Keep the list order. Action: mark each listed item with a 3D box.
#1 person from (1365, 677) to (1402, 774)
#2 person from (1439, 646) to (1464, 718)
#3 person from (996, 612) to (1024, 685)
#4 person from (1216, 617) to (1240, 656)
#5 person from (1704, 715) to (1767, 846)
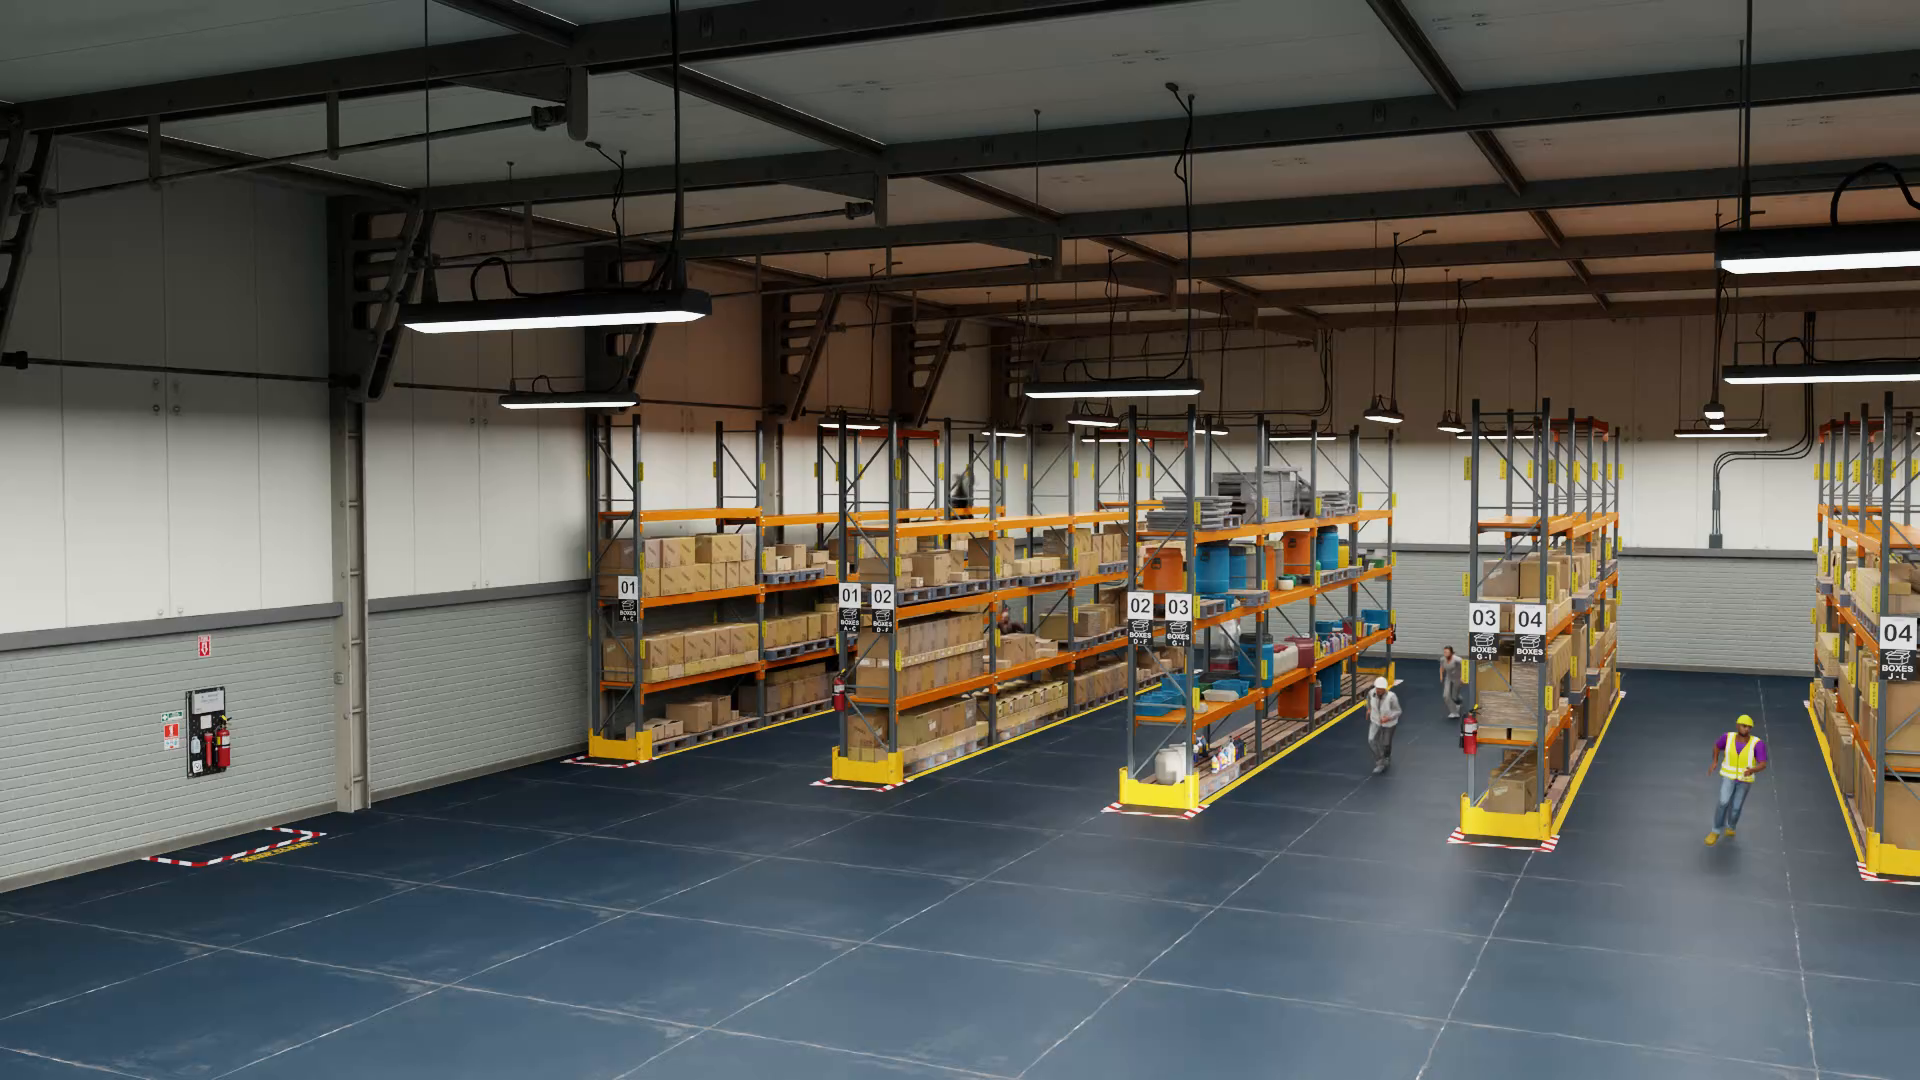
[{"bbox_3d":[7.075,3.038,27.716,0.669,1.605,1.078,1,3,27],"label":"person"},{"bbox_3d":[10.070,2.866,33.796,0.569,1.497,0.881,2,3,38],"label":"person"},{"bbox_3d":[1.214,2.551,39.347,0.723,1.740,0.925,1,3,23],"label":"person"},{"bbox_3d":[6.740,2.390,41.933,0.672,1.834,0.829,0,2,6],"label":"person"},{"bbox_3d":[10.396,3.196,22.271,0.742,1.735,0.827,1,3,25],"label":"person"}]
